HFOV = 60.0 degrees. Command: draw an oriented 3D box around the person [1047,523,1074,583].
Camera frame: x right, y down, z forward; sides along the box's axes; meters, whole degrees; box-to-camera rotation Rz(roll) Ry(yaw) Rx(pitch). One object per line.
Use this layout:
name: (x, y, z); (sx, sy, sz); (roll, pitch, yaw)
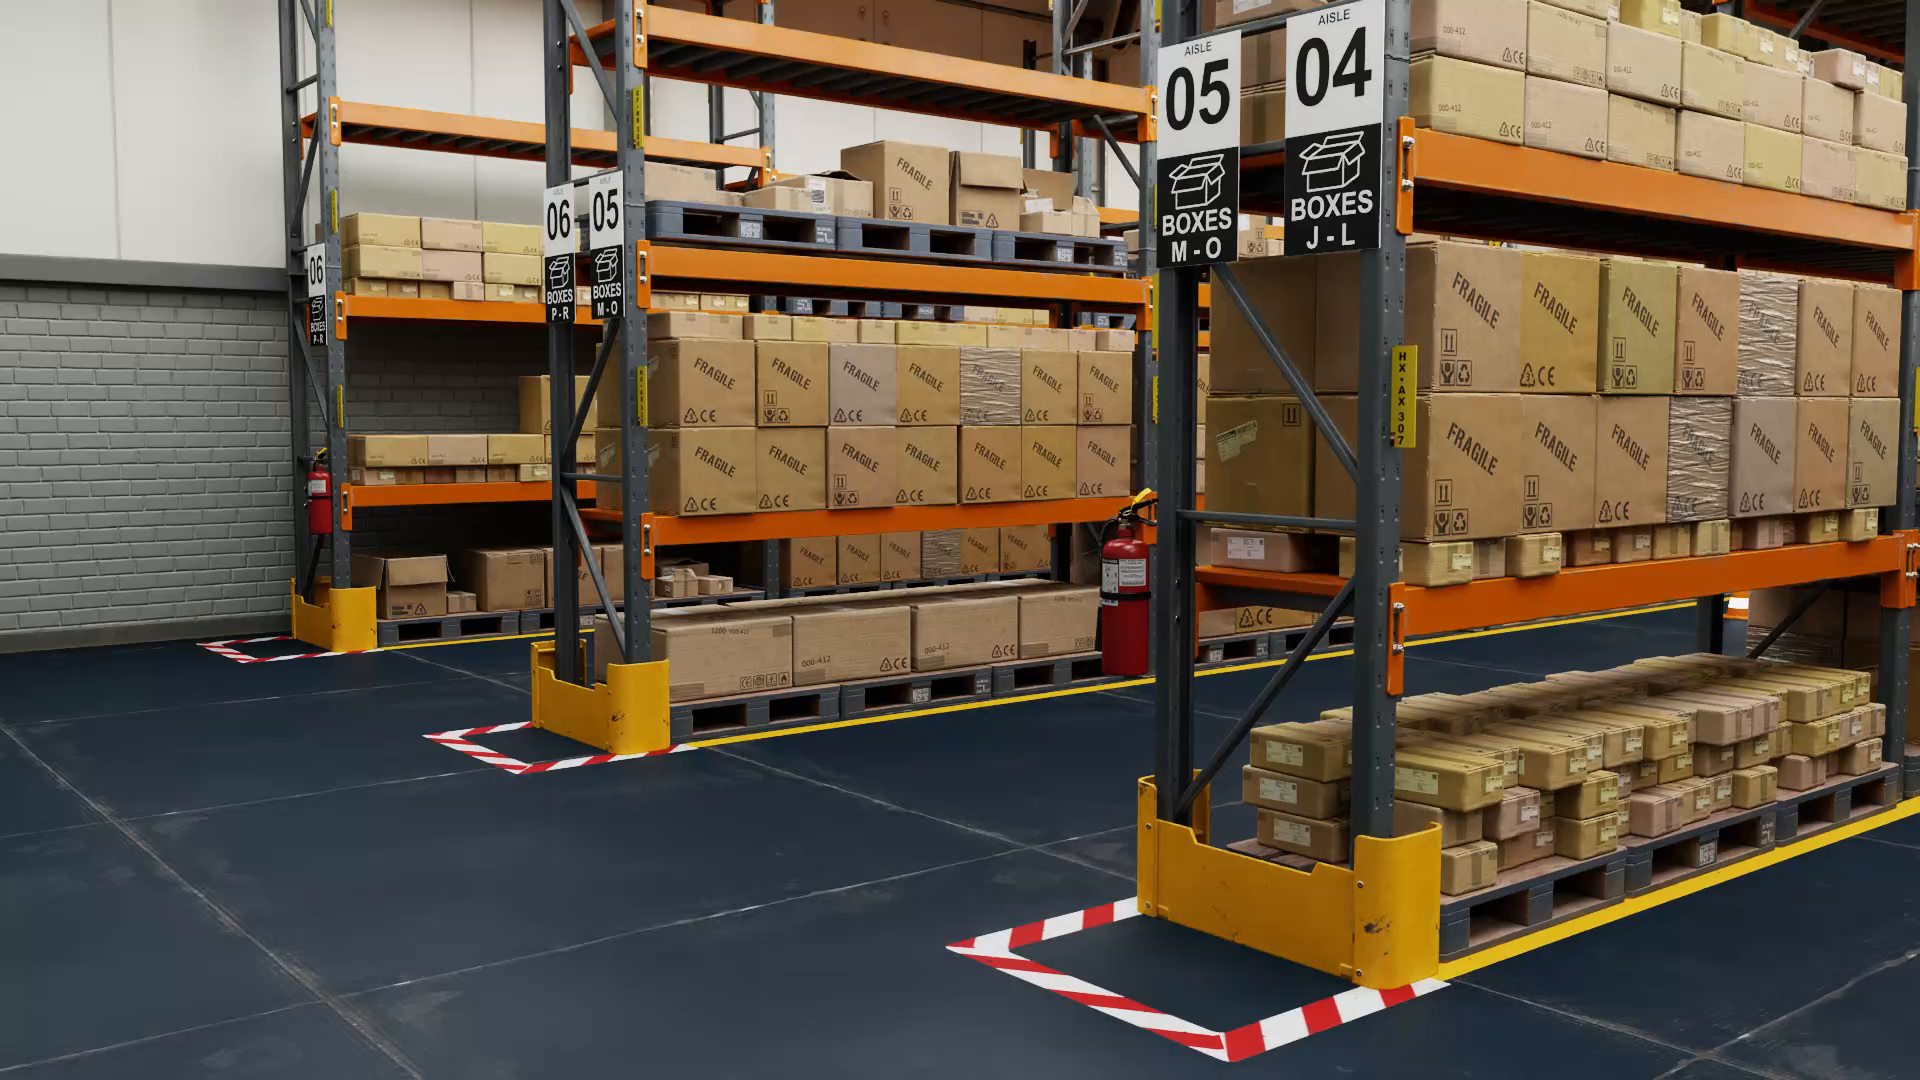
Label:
person: (1.010, -0.140, 15.547); (0.362, 1.671, 0.514); (-4, 6, -42)
